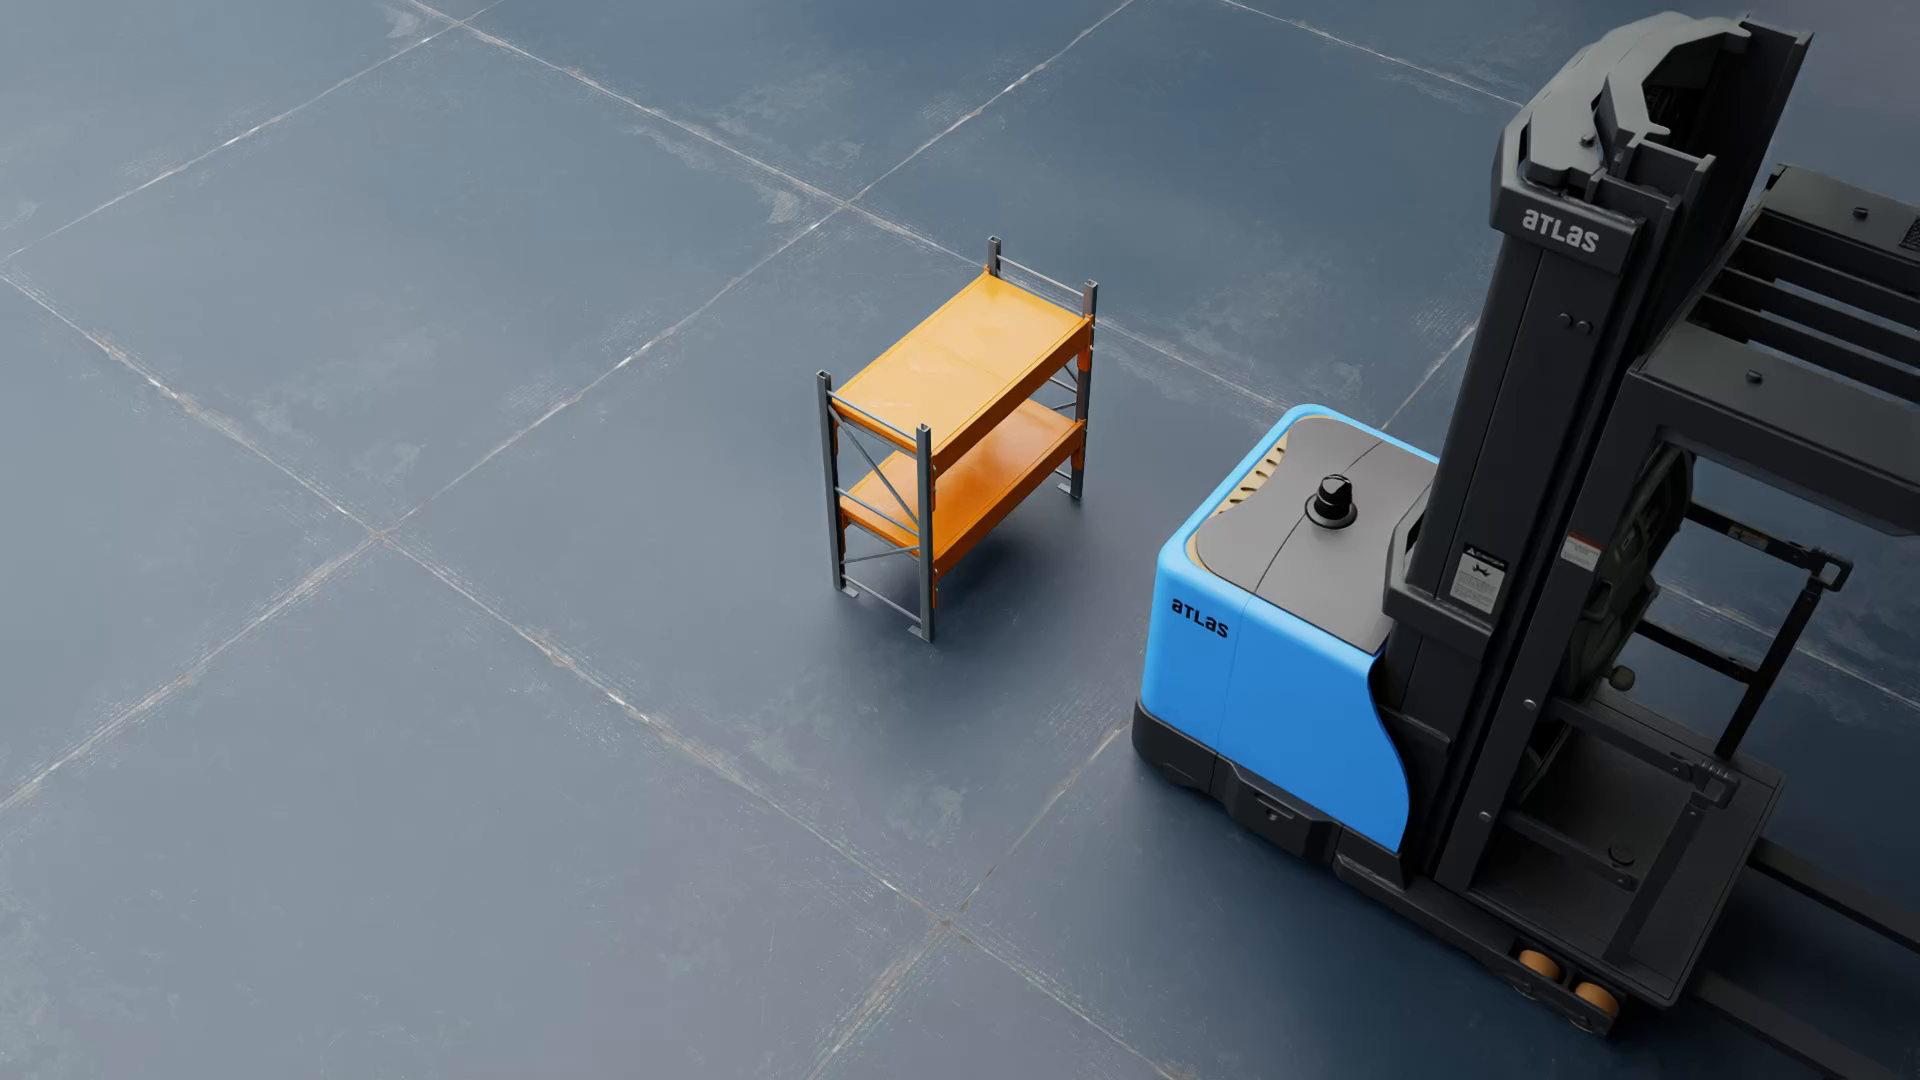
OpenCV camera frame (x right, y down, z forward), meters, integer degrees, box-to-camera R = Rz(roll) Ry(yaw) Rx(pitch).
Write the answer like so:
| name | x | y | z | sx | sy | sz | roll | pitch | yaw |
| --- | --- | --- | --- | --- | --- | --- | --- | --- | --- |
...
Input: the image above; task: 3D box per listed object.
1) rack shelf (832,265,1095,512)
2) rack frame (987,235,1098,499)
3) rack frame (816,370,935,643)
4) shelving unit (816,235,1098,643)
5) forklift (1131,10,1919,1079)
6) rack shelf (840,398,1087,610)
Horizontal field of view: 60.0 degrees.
| name | x | y | z | sx | sy | sz | roll | pitch | yaw |
| --- | --- | --- | --- | --- | --- | --- | --- | --- | --- |
| rack shelf | 0.004 | -0.595 | 6.300 | 0.538 | 0.278 | 1.000 | 29 | 53 | 25 |
| rack frame | 0.315 | -0.683 | 6.790 | 0.500 | 1.125 | 0.032 | 29 | 53 | 25 |
| rack frame | -0.307 | -0.102 | 6.234 | 0.500 | 1.125 | 0.032 | 29 | 53 | 25 |
| shelving unit | 0.004 | -0.392 | 6.512 | 0.538 | 1.125 | 1.048 | 29 | 53 | 25 |
| forklift | 2.113 | 0.141 | 4.753 | 3.031 | 2.935 | 1.130 | 29 | 53 | 25 |
| rack shelf | 0.004 | -0.224 | 6.688 | 0.538 | 0.278 | 1.000 | 29 | 53 | 25 |
